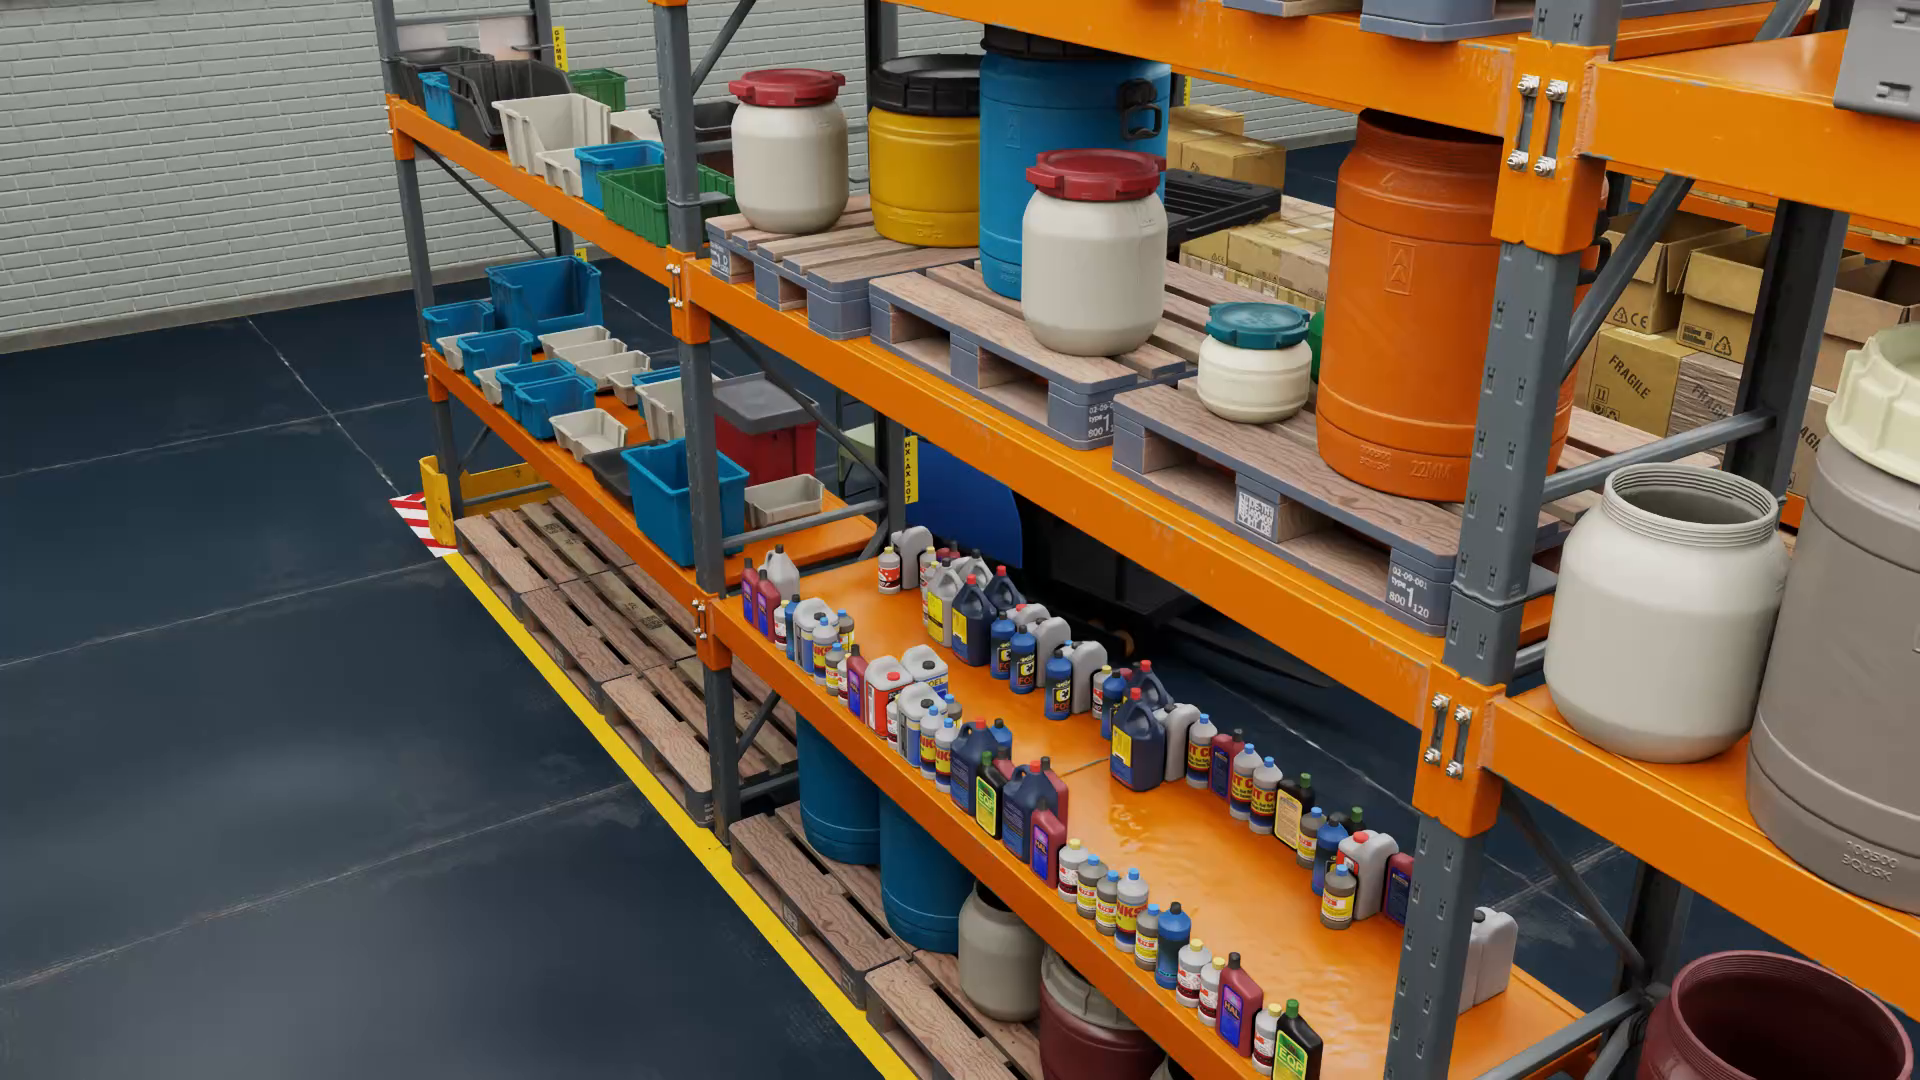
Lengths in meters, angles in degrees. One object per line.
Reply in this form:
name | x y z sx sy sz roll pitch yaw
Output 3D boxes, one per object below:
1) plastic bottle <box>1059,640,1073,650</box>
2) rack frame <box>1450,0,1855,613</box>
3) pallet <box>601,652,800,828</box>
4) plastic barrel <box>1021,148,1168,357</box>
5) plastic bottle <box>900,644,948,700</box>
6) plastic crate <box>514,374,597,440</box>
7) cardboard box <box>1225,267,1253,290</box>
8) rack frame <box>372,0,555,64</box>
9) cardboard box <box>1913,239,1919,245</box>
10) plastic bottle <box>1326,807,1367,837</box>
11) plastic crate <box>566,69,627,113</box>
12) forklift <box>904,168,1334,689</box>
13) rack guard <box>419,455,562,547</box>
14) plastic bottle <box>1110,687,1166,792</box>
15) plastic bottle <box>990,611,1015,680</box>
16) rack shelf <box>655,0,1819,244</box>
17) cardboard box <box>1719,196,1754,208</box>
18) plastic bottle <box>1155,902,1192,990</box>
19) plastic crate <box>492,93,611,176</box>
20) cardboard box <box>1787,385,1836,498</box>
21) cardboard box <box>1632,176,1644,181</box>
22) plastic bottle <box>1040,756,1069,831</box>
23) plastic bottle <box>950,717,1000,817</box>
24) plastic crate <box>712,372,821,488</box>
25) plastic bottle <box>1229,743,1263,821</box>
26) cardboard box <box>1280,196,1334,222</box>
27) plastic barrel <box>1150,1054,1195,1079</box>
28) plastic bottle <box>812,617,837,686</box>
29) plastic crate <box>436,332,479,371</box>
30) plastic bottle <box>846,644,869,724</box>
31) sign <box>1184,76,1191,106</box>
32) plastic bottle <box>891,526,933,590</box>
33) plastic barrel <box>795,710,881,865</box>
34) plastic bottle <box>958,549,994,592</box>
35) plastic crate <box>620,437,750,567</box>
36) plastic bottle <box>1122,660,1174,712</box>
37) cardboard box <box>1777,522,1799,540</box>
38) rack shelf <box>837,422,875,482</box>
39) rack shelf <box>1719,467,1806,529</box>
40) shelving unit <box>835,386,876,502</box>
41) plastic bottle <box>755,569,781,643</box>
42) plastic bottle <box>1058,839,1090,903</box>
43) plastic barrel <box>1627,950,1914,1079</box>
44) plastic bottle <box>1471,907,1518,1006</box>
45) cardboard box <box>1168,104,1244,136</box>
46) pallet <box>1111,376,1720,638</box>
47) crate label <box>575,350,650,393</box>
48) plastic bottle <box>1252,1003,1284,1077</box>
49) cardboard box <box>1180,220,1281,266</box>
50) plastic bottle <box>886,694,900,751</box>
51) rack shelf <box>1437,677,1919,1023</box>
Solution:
plastic bottle | 0.422 0.486 6.440 0.097 0.201 0.097 0 25 0
rack frame | 1.485 -1.346 3.061 1.000 3.000 0.127 -16 29 -30
pallet | -1.133 0.943 8.505 1.003 0.211 1.213 -16 29 -30
plastic barrel | 0.391 -0.840 4.851 0.433 0.535 0.433 0 25 0
plastic bottle | -0.132 0.542 6.233 0.152 0.276 0.135 -16 29 -30
plastic crate | -2.141 -0.703 8.851 0.416 0.233 0.300 -16 29 -30
cardboard box | 2.026 -1.782 11.305 0.380 0.149 0.250 -16 30 -31
rack frame | -2.882 -4.208 9.122 1.000 3.000 0.127 -16 29 -30
cardboard box | 7.310 -2.272 12.344 0.380 0.149 0.250 -16 30 -30
plastic bottle | 1.232 0.965 5.328 0.061 0.283 0.133 -16 29 -30
plastic crate | -2.105 -2.469 9.201 0.450 0.188 0.336 -16 29 -30
forklift | 1.031 -0.904 9.232 3.031 2.935 1.130 22 33 38
rack guard | -2.906 -0.370 10.948 1.175 0.500 0.348 -16 29 -30
plastic bottle | 0.625 0.688 5.836 0.144 0.351 0.185 -16 29 -30
plastic bottle | 0.168 0.406 6.526 0.097 0.271 0.097 0 25 0
rack shelf | 0.393 -1.556 4.815 1.077 0.370 4.000 -16 29 -30
cardboard box | 6.396 -2.815 13.493 0.380 0.149 0.250 -15 29 -29
plastic bottle | 0.627 1.182 4.884 0.097 0.271 0.097 0 25 0
plastic crate | -1.931 -1.933 7.956 0.437 0.282 0.530 -16 29 -30
cardboard box | 4.327 -0.499 8.175 0.500 0.500 0.500 -15 29 -29
cardboard box | 5.913 -3.212 14.335 0.380 0.149 0.250 -14 29 -27
plastic bottle | 0.303 0.866 5.540 0.061 0.283 0.133 -16 29 -30
plastic bottle | 0.057 0.754 5.696 0.144 0.351 0.185 -16 29 -30
plastic crate | -0.976 -0.498 8.146 0.402 0.464 0.583 -16 29 -30
plastic bottle | 0.975 0.816 5.658 0.097 0.271 0.097 0 25 0
cardboard box | 2.309 -2.241 11.810 0.500 0.250 0.500 -17 30 -31
plastic barrel | 0.821 1.950 5.529 0.421 0.512 0.421 0 25 0
plastic bottle | -0.525 0.427 6.482 0.097 0.271 0.097 0 25 0
plastic crate | -2.918 -1.104 9.813 0.250 0.136 0.298 -16 29 -30
plastic bottle | -0.371 0.537 6.236 0.061 0.283 0.133 -16 29 -30
sign | 1.730 -3.401 12.808 0.100 0.325 0.005 -16 29 -30
plastic bottle | -0.213 0.058 7.260 0.152 0.276 0.135 -16 29 -30
plastic barrel | -0.416 0.893 7.310 0.600 0.901 0.708 -16 29 -30
plastic bottle | 0.077 0.211 6.848 0.144 0.351 0.185 -16 29 -30
plastic crate | -1.239 -0.172 7.548 0.392 0.384 0.575 -16 29 -30
plastic bottle | 0.679 0.605 6.013 0.144 0.351 0.185 -16 29 -30
cardboard box | 4.306 0.096 9.030 1.225 0.875 0.875 -17 30 -31
rack shelf | -0.405 -0.505 10.826 0.431 0.370 0.720 -22 33 -38
rack shelf | 4.543 -0.178 8.456 1.077 0.370 4.000 -16 29 -30
shelving unit | -0.405 -0.800 10.687 0.431 1.500 0.755 -22 33 -38
plastic bottle | -0.783 0.267 6.808 0.061 0.283 0.133 -16 29 -30
plastic bottle | 0.361 1.039 5.267 0.097 0.201 0.097 0 25 0
plastic barrel | 1.992 1.400 4.110 0.600 0.536 0.708 -16 29 -30
plastic bottle | 1.520 1.193 4.855 0.152 0.276 0.135 -16 29 -30
cardboard box | 1.754 -2.942 12.417 0.500 0.500 0.500 -15 29 -29
pallet | 1.149 -0.201 4.369 1.003 0.211 1.213 -16 29 -30
crate label | -1.967 -0.952 9.492 0.396 0.136 0.243 -16 29 -30
plastic bottle | 0.859 1.366 4.576 0.097 0.201 0.097 0 25 0
cardboard box | 1.864 -2.116 11.546 0.500 0.250 0.500 -17 30 -31
plastic bottle | -0.219 0.659 6.073 0.097 0.201 0.097 0 25 0
rack shelf | 2.577 1.051 2.339 1.077 0.370 4.000 -16 29 -30
